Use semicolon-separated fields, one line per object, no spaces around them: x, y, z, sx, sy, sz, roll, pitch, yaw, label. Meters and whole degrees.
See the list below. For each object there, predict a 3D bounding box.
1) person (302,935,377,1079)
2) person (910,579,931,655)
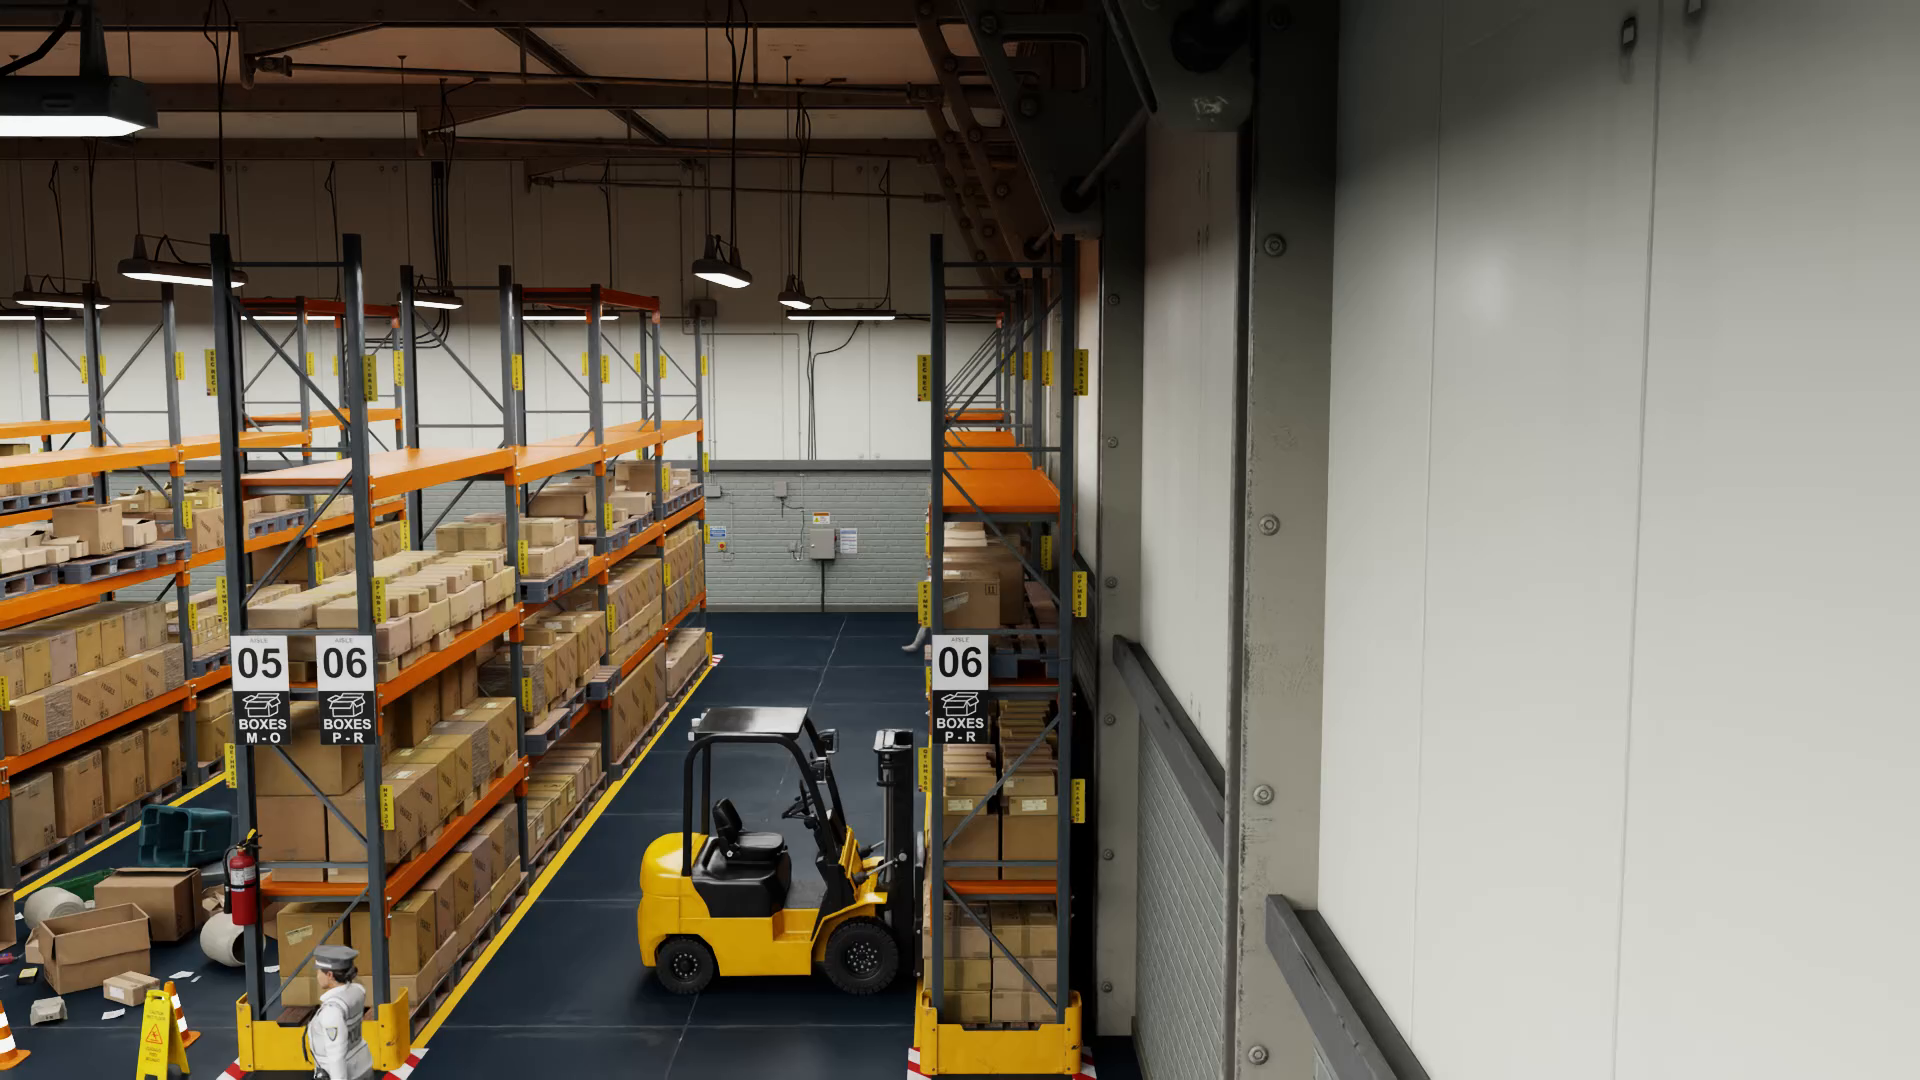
-3.726;3.226;9.994;0.498;1.661;0.505;5;8;37;person
-0.485;1.197;29.004;0.848;1.557;0.468;-5;8;-37;person
